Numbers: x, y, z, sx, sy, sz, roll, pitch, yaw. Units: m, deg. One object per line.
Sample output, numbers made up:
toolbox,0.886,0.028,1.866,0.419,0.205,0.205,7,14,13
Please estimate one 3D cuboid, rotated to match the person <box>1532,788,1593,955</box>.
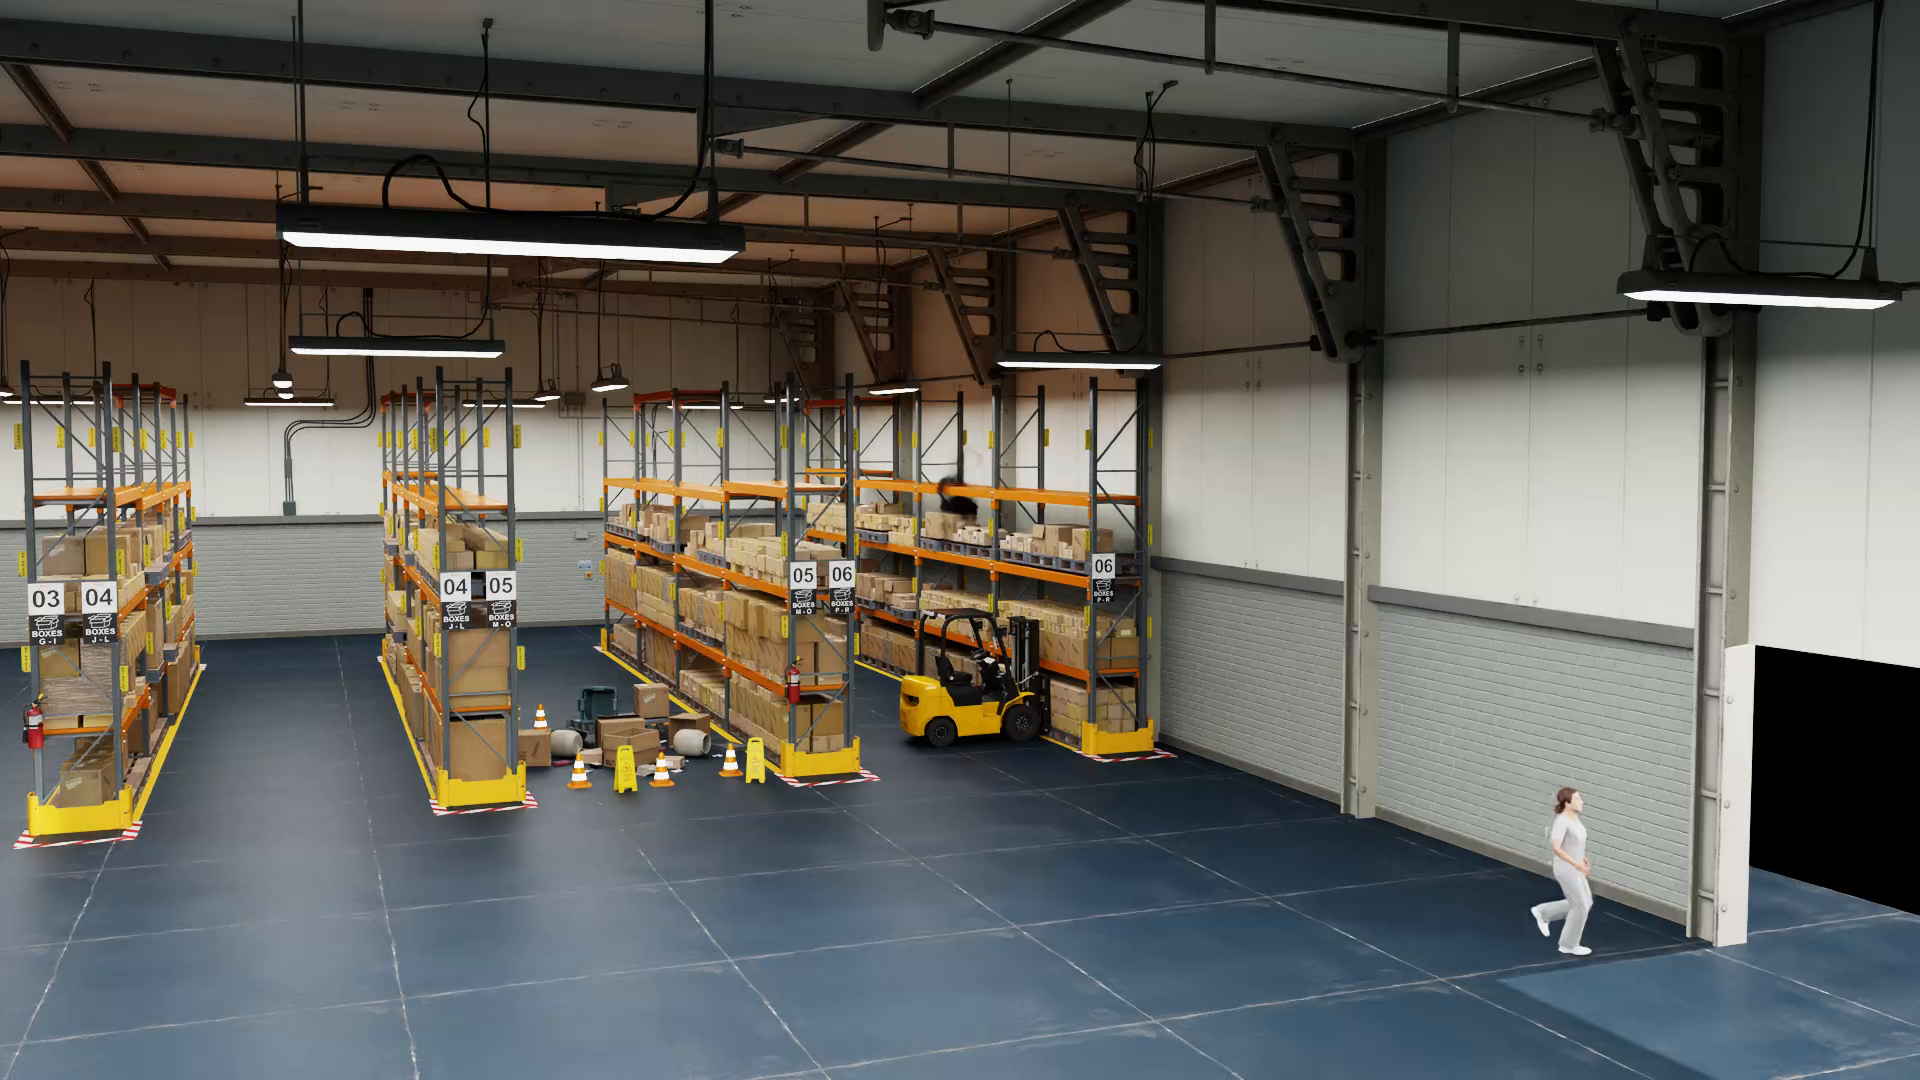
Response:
person,5.875,3.210,16.227,0.601,1.623,0.609,2,4,35
